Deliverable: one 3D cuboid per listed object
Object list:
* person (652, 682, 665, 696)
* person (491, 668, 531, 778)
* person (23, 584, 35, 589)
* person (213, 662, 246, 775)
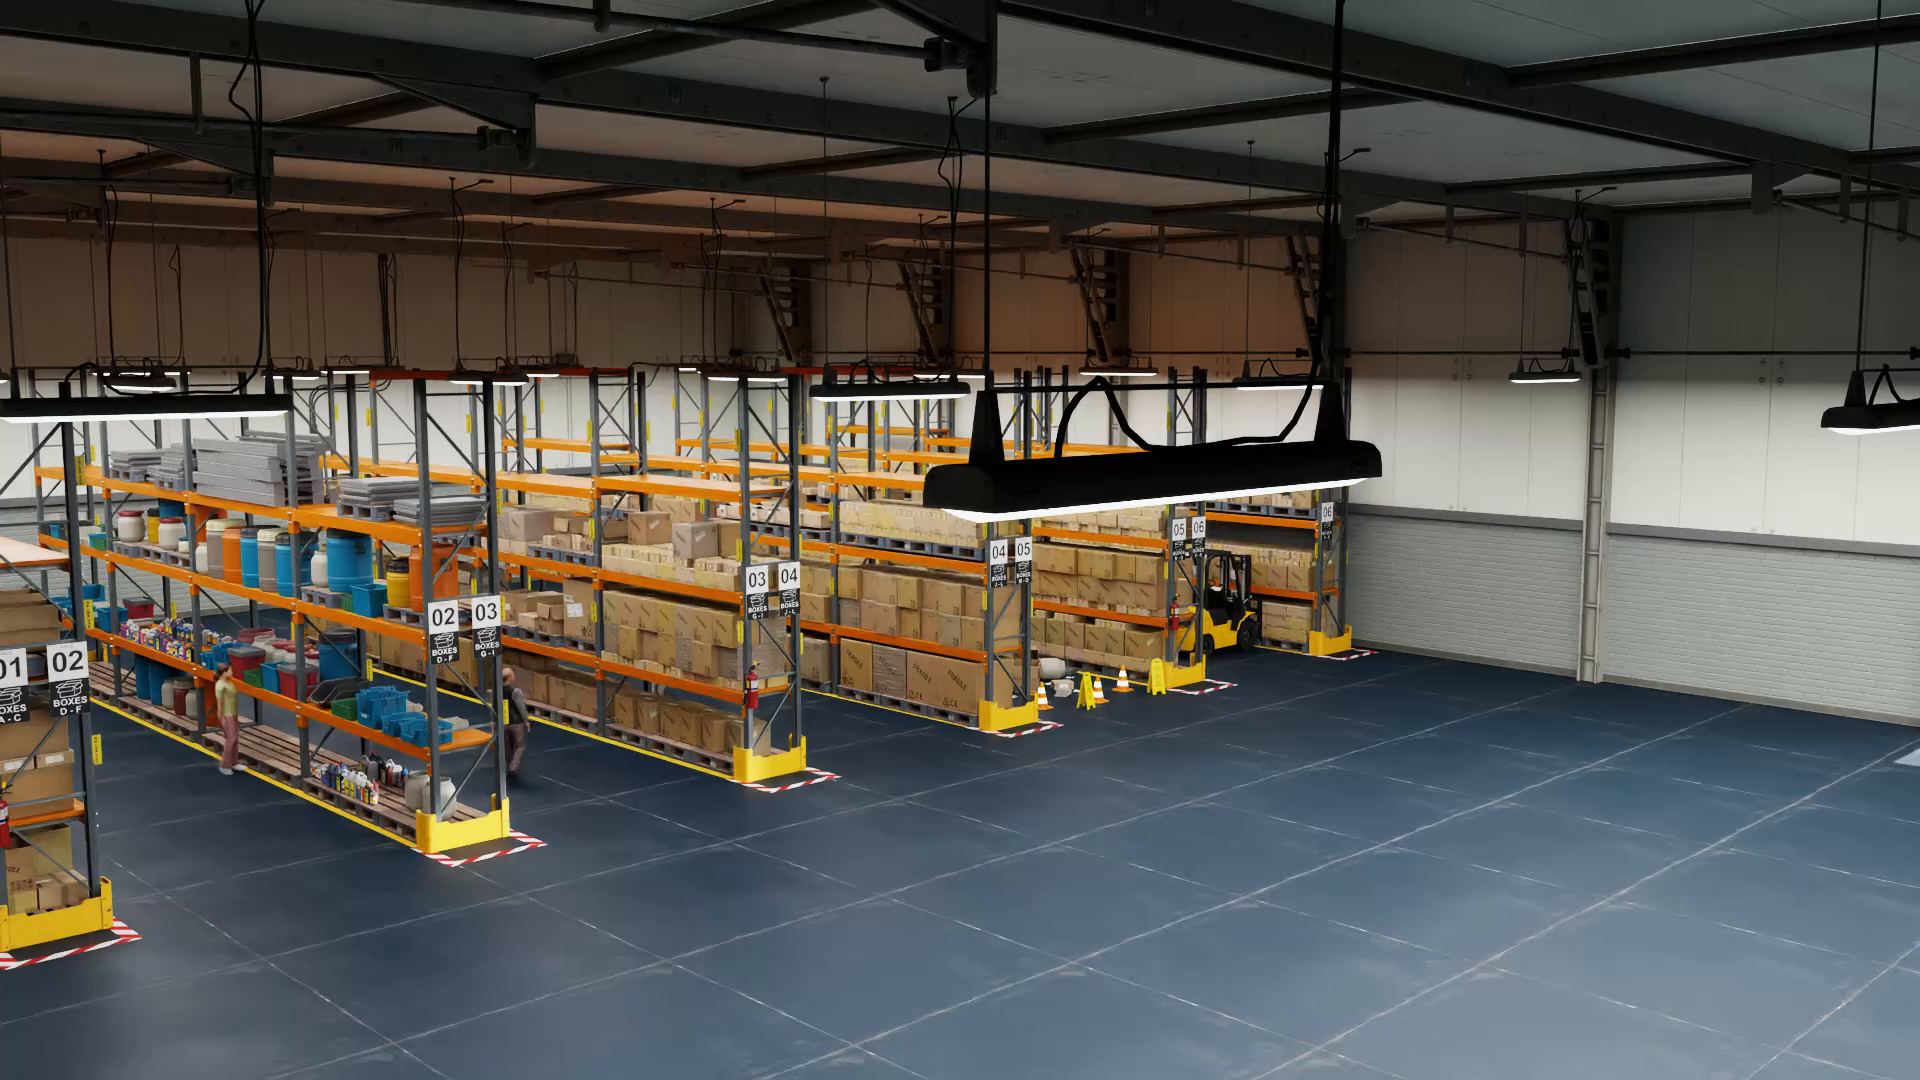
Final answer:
[{"bbox_3d":[-5.552,2.046,30.421,0.558,1.761,0.448,-1,6,-6],"label":"person"},{"bbox_3d":[-6.649,2.720,24.684,0.564,1.702,0.857,1,7,10],"label":"person"},{"bbox_3d":[-18.952,1.703,33.941,0.419,1.578,0.454,-1,7,-10],"label":"person"},{"bbox_3d":[-11.070,2.700,25.164,0.397,1.730,0.497,0,6,-3],"label":"person"}]
